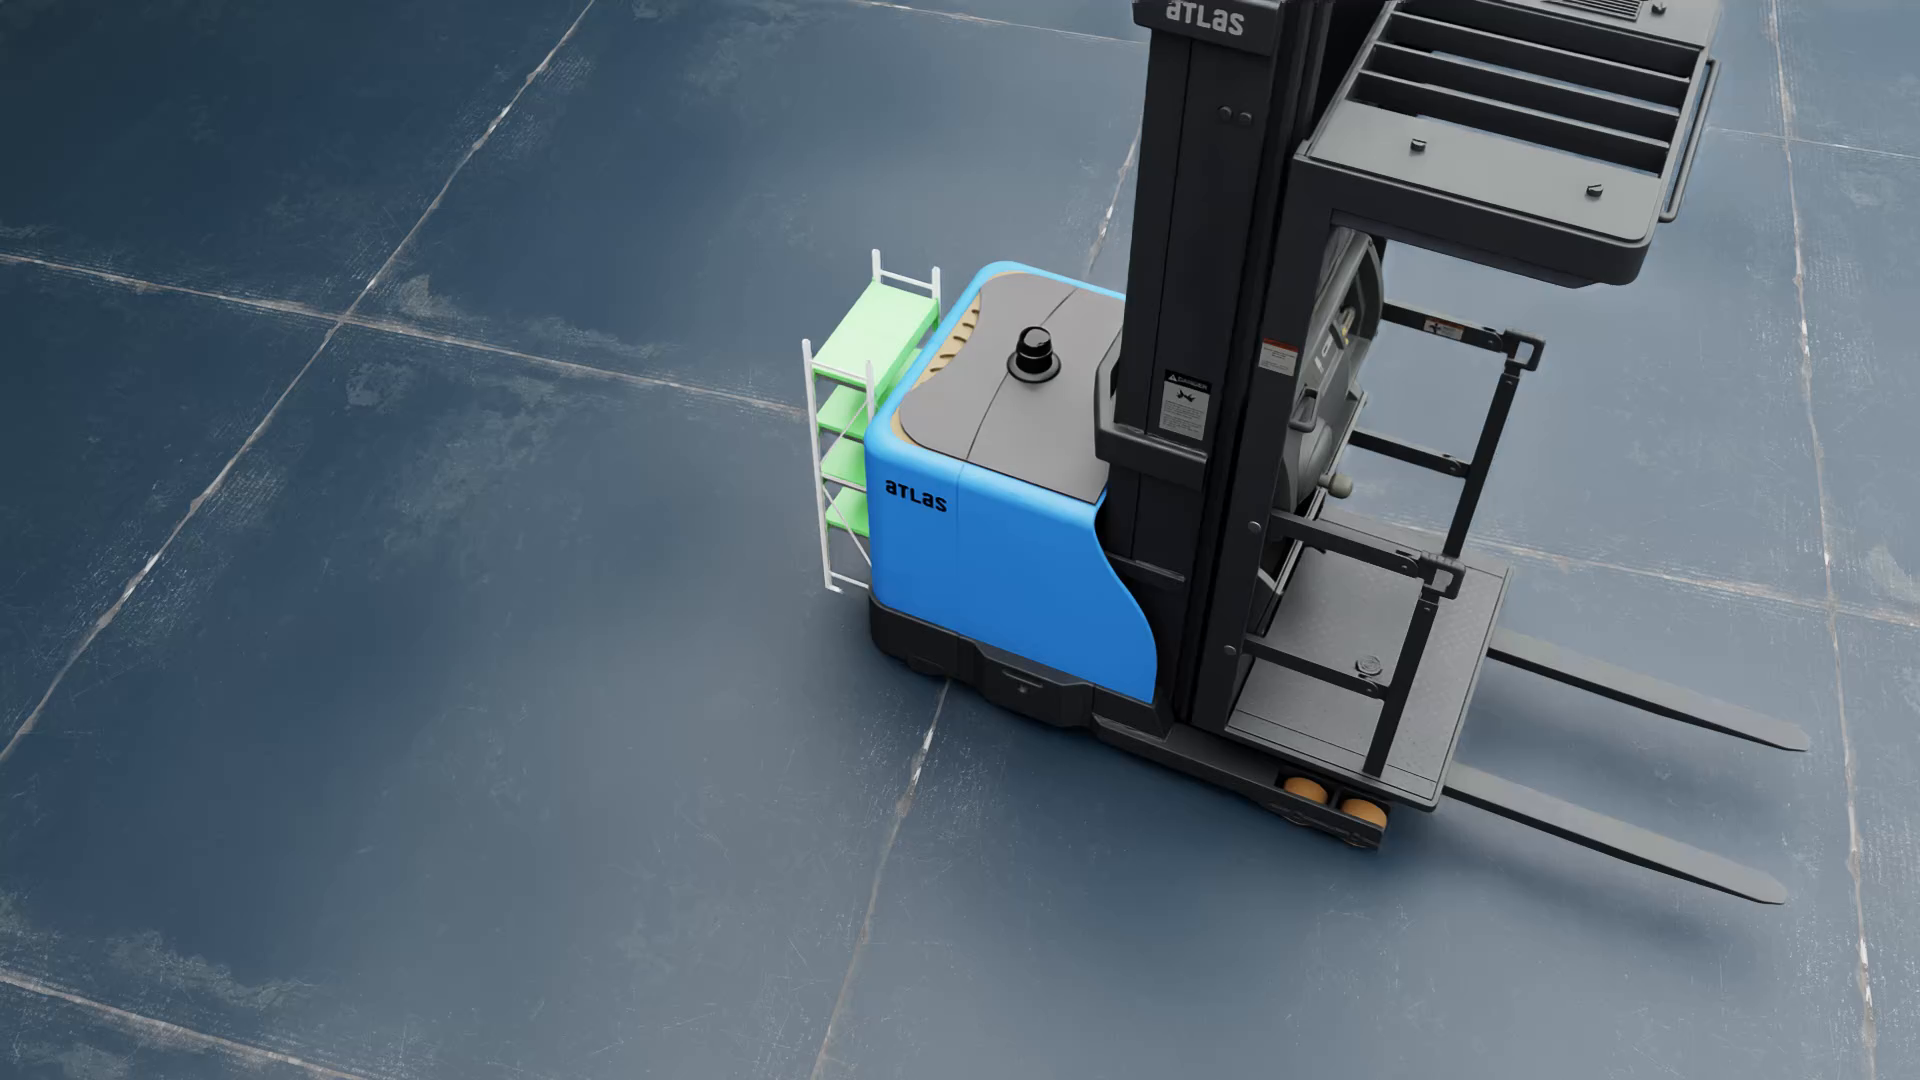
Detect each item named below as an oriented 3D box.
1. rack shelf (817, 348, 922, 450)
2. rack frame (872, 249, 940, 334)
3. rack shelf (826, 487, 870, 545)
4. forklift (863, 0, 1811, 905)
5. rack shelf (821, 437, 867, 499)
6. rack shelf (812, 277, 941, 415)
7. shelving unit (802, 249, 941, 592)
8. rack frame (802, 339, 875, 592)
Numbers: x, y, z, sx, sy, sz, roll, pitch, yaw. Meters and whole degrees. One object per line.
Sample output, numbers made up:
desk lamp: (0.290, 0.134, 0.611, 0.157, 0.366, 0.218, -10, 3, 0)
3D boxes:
rack shelf: (-0.280, -0.473, 5.632, 0.258, 0.148, 0.480, 19, 51, 16)
rack frame: (-0.179, -0.523, 5.911, 0.240, 1.200, 0.015, 19, 51, 16)
rack shelf: (-0.280, -0.155, 5.992, 0.258, 0.148, 0.480, 19, 51, 16)
forklift: (1.244, -0.437, 4.681, 3.031, 2.935, 1.130, 19, 51, 16)
rack shelf: (-0.280, -0.314, 5.812, 0.258, 0.148, 0.480, 19, 51, 16)
rack shelf: (-0.280, -0.632, 5.452, 0.258, 0.148, 0.480, 19, 51, 16)
shelving unit: (-0.280, -0.356, 5.764, 0.258, 1.200, 0.503, 19, 51, 16)
rack frame: (-0.381, -0.190, 5.617, 0.240, 1.200, 0.015, 19, 51, 16)
